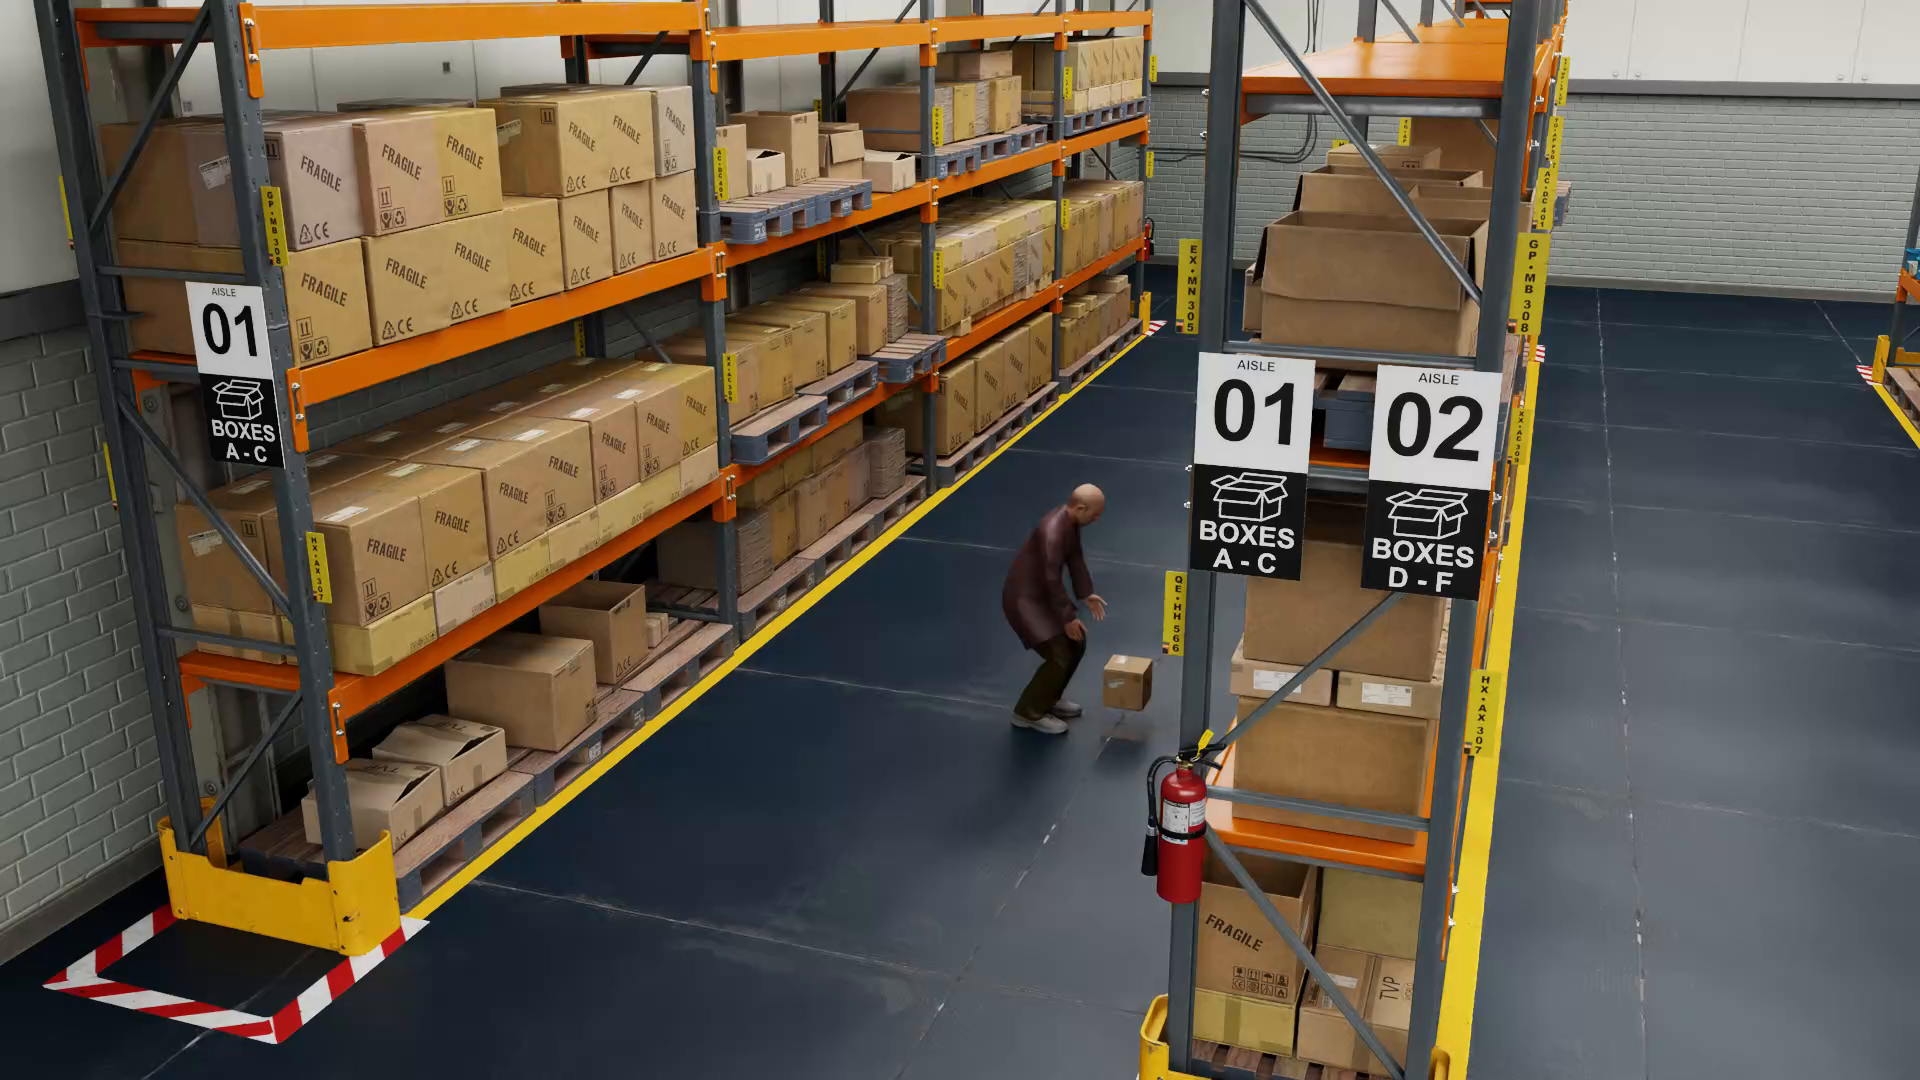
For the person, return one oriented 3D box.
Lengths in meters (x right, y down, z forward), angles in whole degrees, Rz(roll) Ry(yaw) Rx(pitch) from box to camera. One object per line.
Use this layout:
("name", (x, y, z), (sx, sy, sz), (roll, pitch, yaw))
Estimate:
("person", (0.576, 0.394, 10.267), (0.612, 1.552, 0.625), (6, 19, 19))
